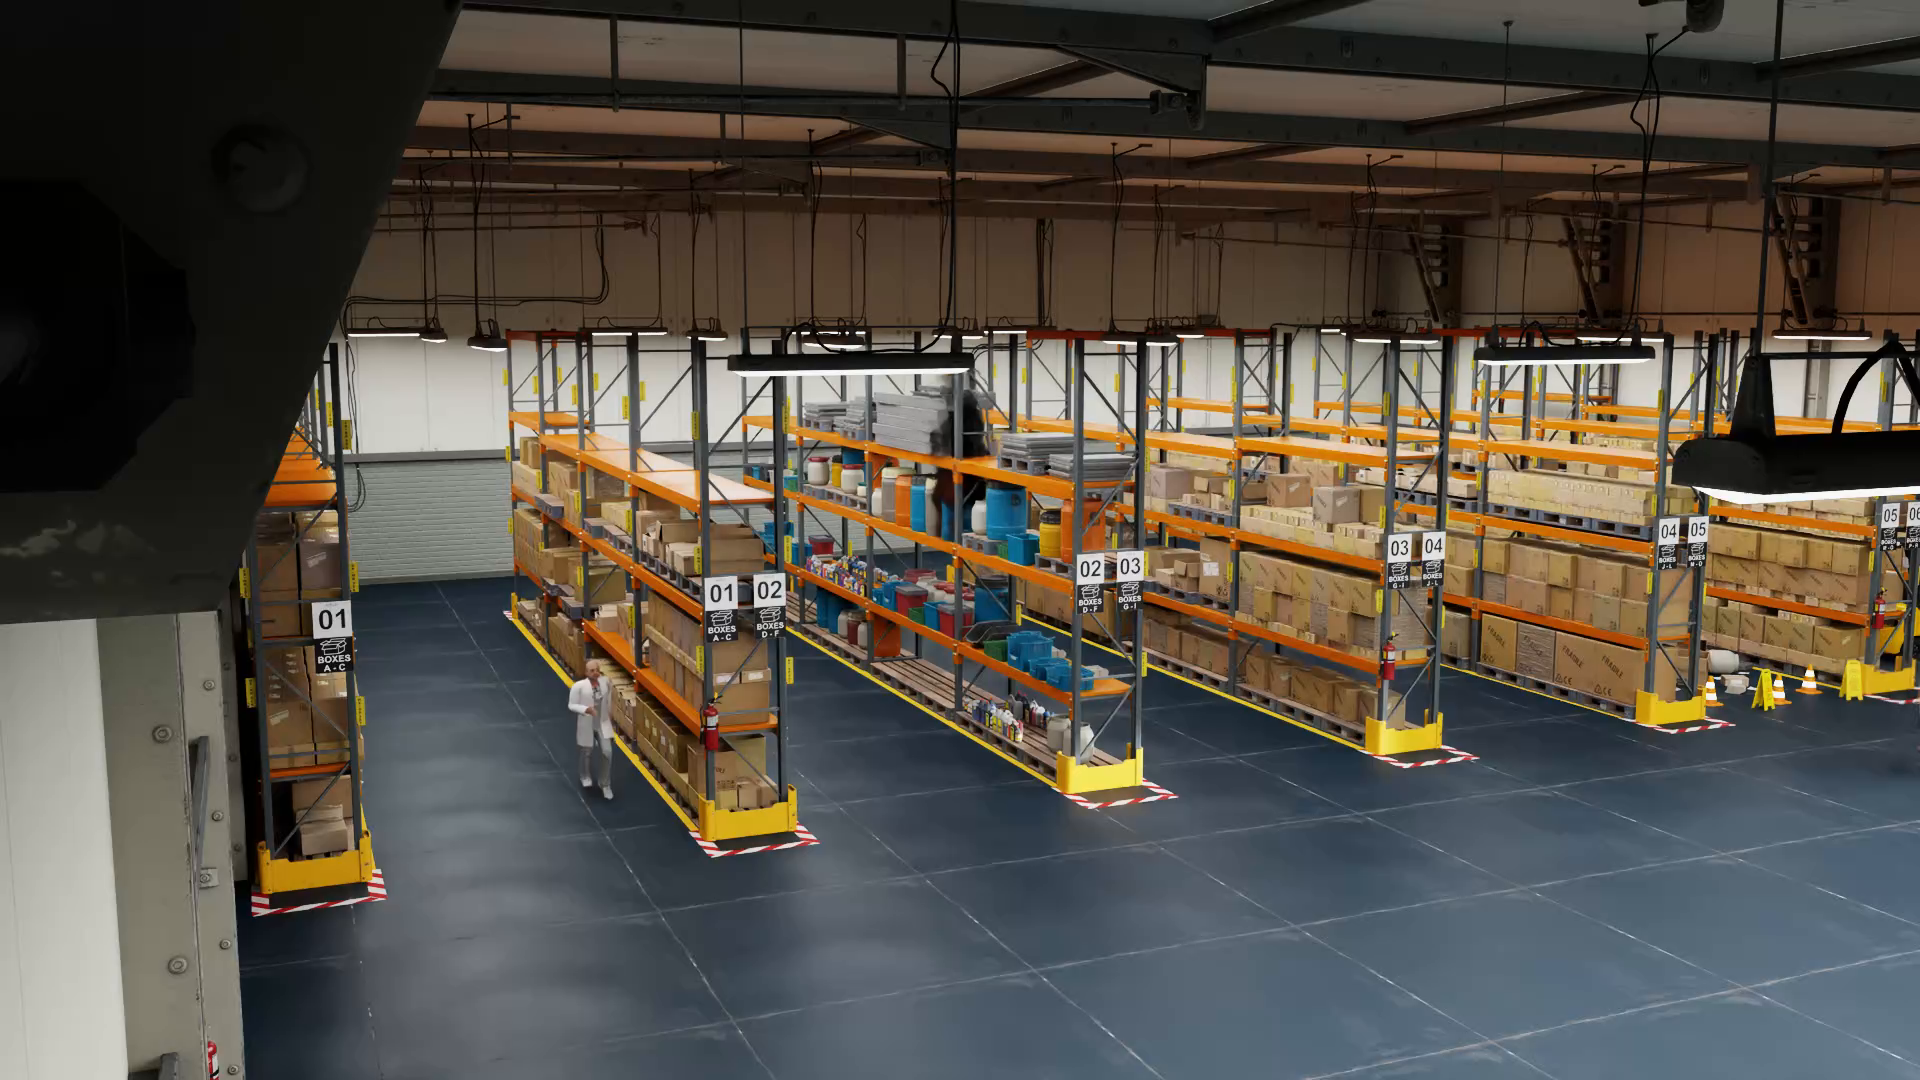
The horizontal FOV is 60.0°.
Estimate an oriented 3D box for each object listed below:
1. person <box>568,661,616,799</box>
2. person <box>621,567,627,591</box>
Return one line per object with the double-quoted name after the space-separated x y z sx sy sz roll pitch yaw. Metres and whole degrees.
-4.844 2.487 21.922 0.640 1.835 0.908 -4 9 -25 "person"
-7.373 0.710 35.370 0.574 1.667 0.930 -7 10 -41 "person"
